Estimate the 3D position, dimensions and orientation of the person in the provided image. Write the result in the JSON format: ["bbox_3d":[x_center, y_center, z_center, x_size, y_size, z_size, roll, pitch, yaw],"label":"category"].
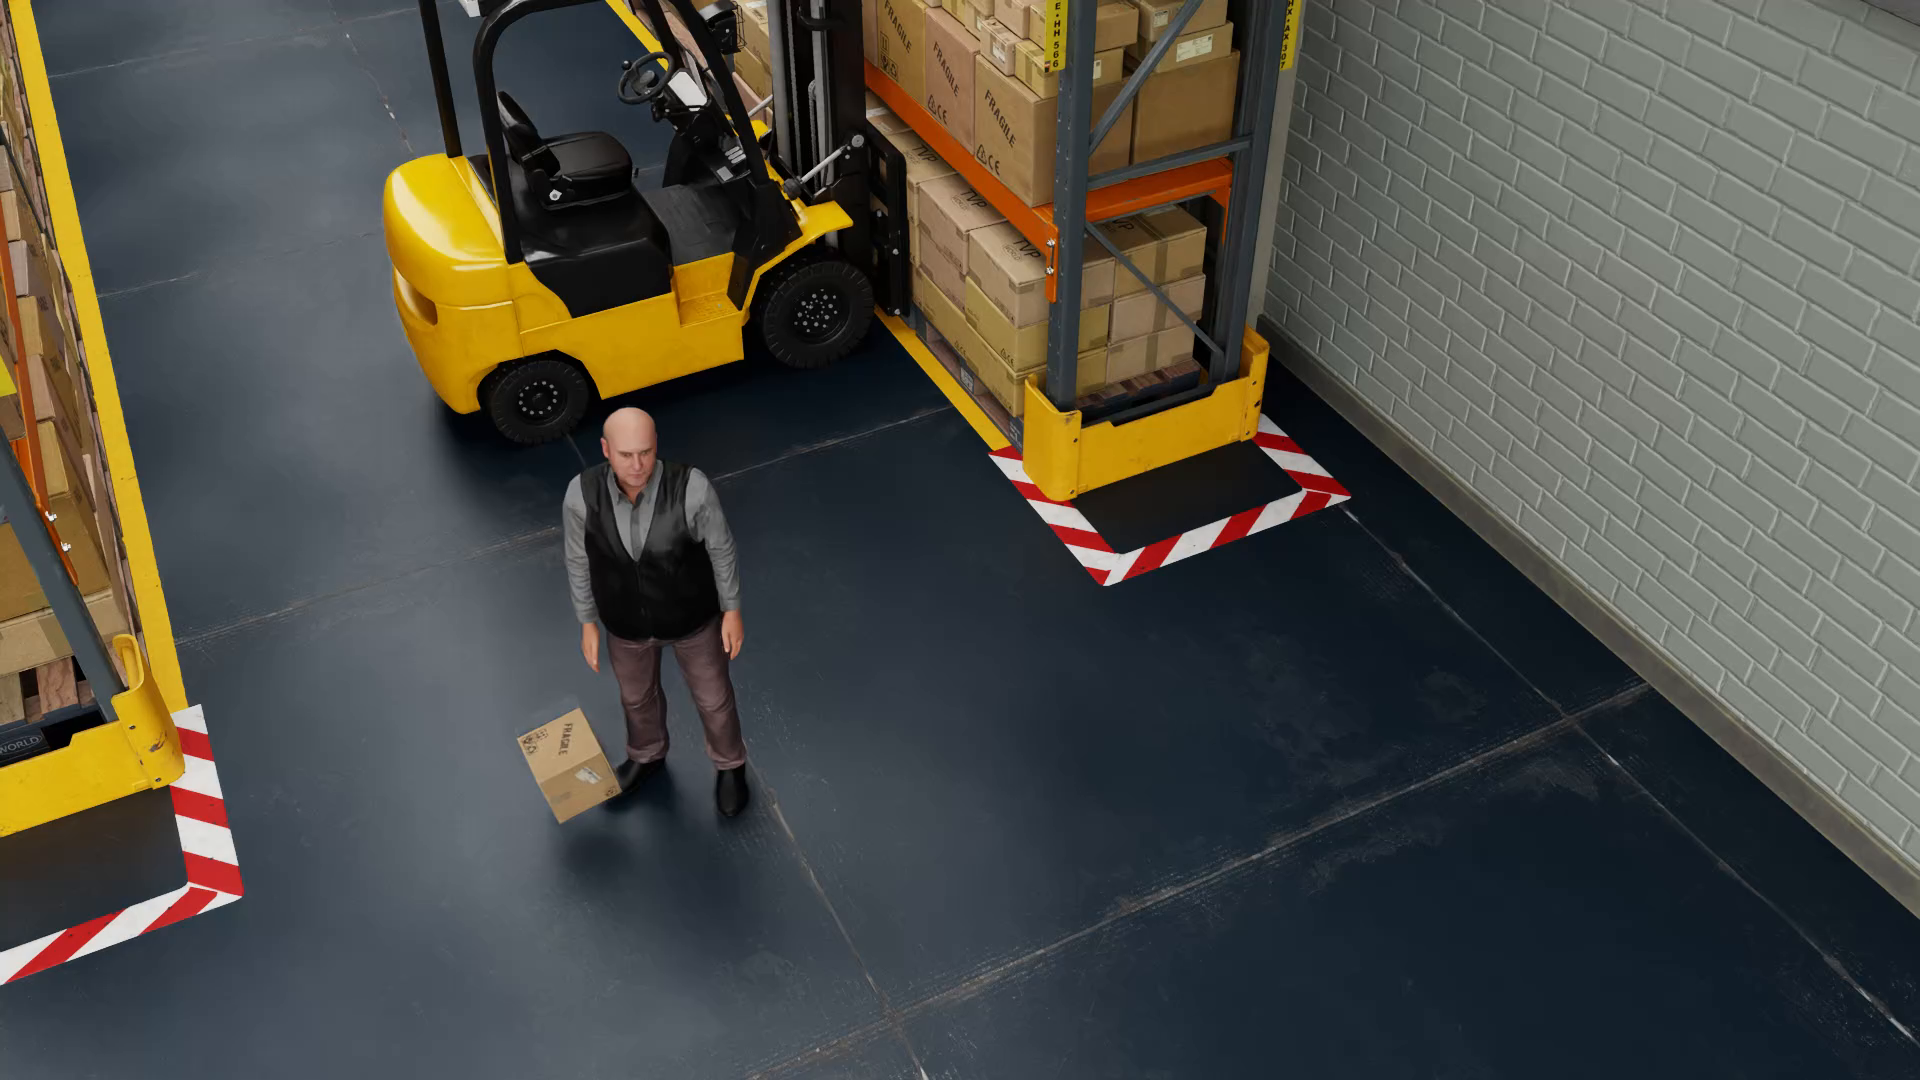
[{"bbox_3d":[-1.055,0.275,5.823,0.607,1.728,0.383,1,41,1],"label":"person"}]
